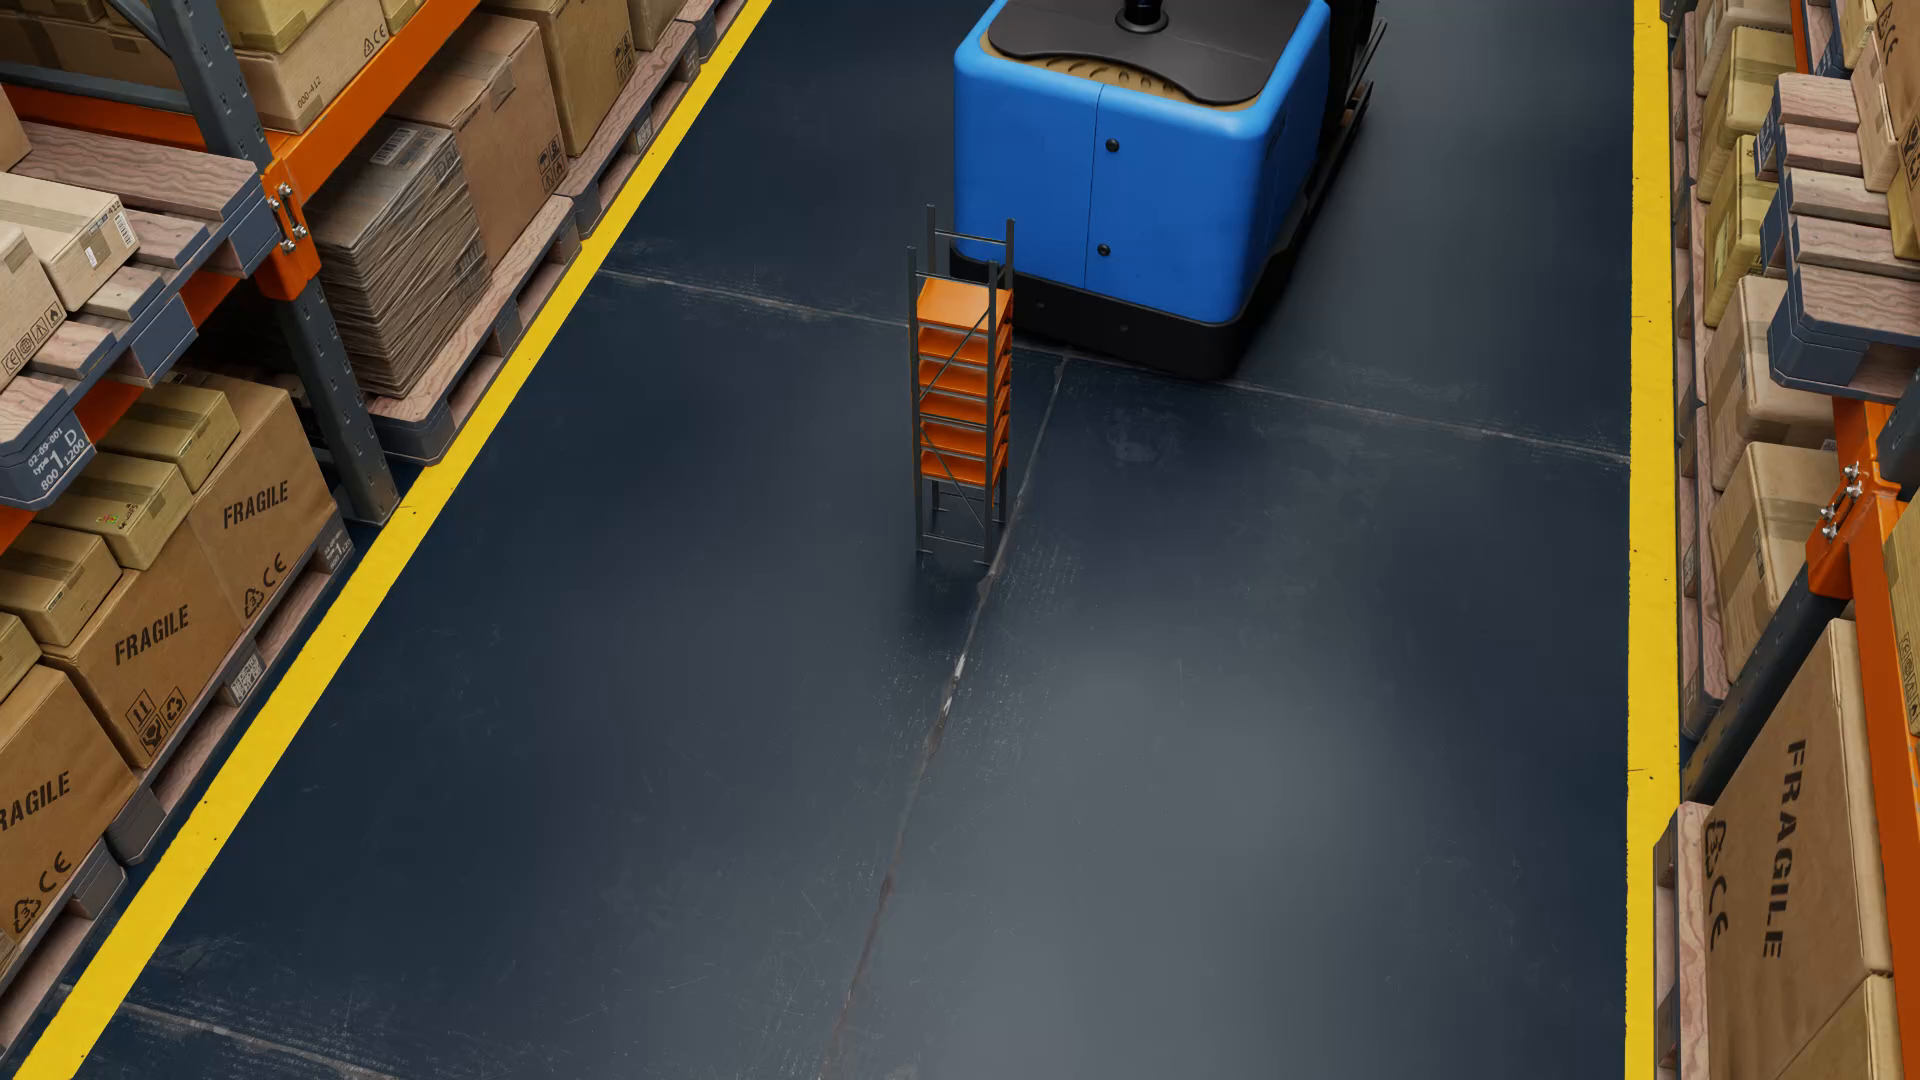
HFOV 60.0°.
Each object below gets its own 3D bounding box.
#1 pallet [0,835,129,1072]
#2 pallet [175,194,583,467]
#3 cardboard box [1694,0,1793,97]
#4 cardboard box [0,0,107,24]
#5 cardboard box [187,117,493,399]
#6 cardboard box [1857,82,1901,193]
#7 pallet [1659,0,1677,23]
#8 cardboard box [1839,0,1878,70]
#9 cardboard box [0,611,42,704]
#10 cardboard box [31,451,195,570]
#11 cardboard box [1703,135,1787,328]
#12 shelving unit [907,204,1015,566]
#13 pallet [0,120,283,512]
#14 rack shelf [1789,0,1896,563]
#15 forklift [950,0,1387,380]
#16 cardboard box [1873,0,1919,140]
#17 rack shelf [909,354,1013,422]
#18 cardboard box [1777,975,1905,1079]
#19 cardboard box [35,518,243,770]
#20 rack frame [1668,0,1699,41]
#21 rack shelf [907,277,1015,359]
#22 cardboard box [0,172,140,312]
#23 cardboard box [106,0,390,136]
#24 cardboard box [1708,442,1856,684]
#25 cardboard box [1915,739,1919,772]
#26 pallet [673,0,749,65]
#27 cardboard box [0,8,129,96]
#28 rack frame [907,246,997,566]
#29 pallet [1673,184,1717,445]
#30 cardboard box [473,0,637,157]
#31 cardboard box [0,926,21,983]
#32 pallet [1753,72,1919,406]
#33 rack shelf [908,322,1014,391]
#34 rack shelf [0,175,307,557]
[{"bbox_3d":[-2.854,1.162,4.083,1.003,0.211,1.213,12,50,10],"label":"pallet"},{"bbox_3d":[-2.043,-0.838,5.849,1.003,0.211,1.213,12,50,10],"label":"pallet"},{"bbox_3d":[3.409,-1.979,6.468,0.950,0.372,0.625,12,50,11],"label":"cardboard box"},{"bbox_3d":[-2.448,-1.668,4.488,0.500,0.250,0.500,13,50,11],"label":"cardboard box"},{"bbox_3d":[-2.120,-0.974,5.413,0.875,0.625,0.625,13,50,11],"label":"cardboard box"},{"bbox_3d":[2.375,-0.934,3.962,0.380,0.149,0.250,11,50,10],"label":"cardboard box"},{"bbox_3d":[3.687,-2.659,7.456,1.003,0.211,1.213,12,50,10],"label":"pallet"},{"bbox_3d":[2.508,-1.317,4.299,0.380,0.149,0.250,12,50,11],"label":"cardboard box"},{"bbox_3d":[-2.450,0.275,3.961,0.380,0.149,0.250,13,50,11],"label":"cardboard box"},{"bbox_3d":[-2.225,-0.088,4.282,0.380,0.149,0.250,9,49,8],"label":"cardboard box"},{"bbox_3d":[3.042,-0.955,5.565,0.950,0.372,0.625,13,50,11],"label":"cardboard box"},{"bbox_3d":[0.004,-0.407,4.809,0.258,1.200,0.189,12,50,10],"label":"shelving unit"},{"bbox_3d":[-2.408,-0.605,3.911,1.213,0.211,1.003,12,50,10],"label":"pallet"},{"bbox_3d":[3.018,-1.404,4.969,1.077,0.370,4.000,12,50,10],"label":"rack shelf"},{"bbox_3d":[1.013,-2.638,5.623,1.130,2.935,3.031,18,51,15],"label":"forklift"},{"bbox_3d":[2.469,-1.226,3.786,0.500,0.500,0.500,11,49,9],"label":"cardboard box"},{"bbox_3d":[0.004,-0.457,4.753,0.258,0.103,0.180,12,50,10],"label":"rack shelf"},{"bbox_3d":[1.991,1.496,3.066,0.875,0.875,0.875,12,50,10],"label":"cardboard box"},{"bbox_3d":[-2.343,0.224,4.439,0.500,0.500,0.500,11,49,9],"label":"cardboard box"},{"bbox_3d":[3.545,-3.089,5.976,1.000,3.000,0.127,12,50,10],"label":"rack frame"},{"bbox_3d":[0.004,-0.616,4.573,0.258,0.103,0.180,12,50,10],"label":"rack shelf"},{"bbox_3d":[-2.100,-0.678,3.735,0.380,0.149,0.250,12,50,11],"label":"cardboard box"},{"bbox_3d":[-1.945,-1.396,4.581,0.500,0.250,0.500,12,50,10],"label":"cardboard box"},{"bbox_3d":[2.650,0.128,4.609,0.950,0.372,0.625,9,49,7],"label":"cardboard box"},{"bbox_3d":[2.002,0.533,2.879,0.500,0.250,0.500,10,49,9],"label":"cardboard box"},{"bbox_3d":[-1.401,-2.603,7.406,1.003,0.211,1.213,12,50,10],"label":"pallet"},{"bbox_3d":[-2.426,-1.499,4.672,0.500,0.250,0.500,11,49,9],"label":"cardboard box"},{"bbox_3d":[-0.020,-0.341,4.751,0.240,1.200,0.006,12,50,10],"label":"rack frame"},{"bbox_3d":[3.022,-0.718,5.743,1.003,0.211,1.213,12,50,10],"label":"pallet"},{"bbox_3d":[-1.779,-1.936,6.261,0.875,0.625,0.625,10,49,8],"label":"cardboard box"},{"bbox_3d":[-2.597,0.982,3.770,0.500,0.500,0.500,10,49,9],"label":"cardboard box"},{"bbox_3d":[2.577,-0.669,3.968,1.213,0.211,1.003,12,50,10],"label":"pallet"},{"bbox_3d":[0.004,-0.537,4.663,0.258,0.103,0.180,12,50,10],"label":"rack shelf"},{"bbox_3d":[-2.824,0.512,3.277,1.077,0.370,4.000,12,50,10],"label":"rack shelf"}]
